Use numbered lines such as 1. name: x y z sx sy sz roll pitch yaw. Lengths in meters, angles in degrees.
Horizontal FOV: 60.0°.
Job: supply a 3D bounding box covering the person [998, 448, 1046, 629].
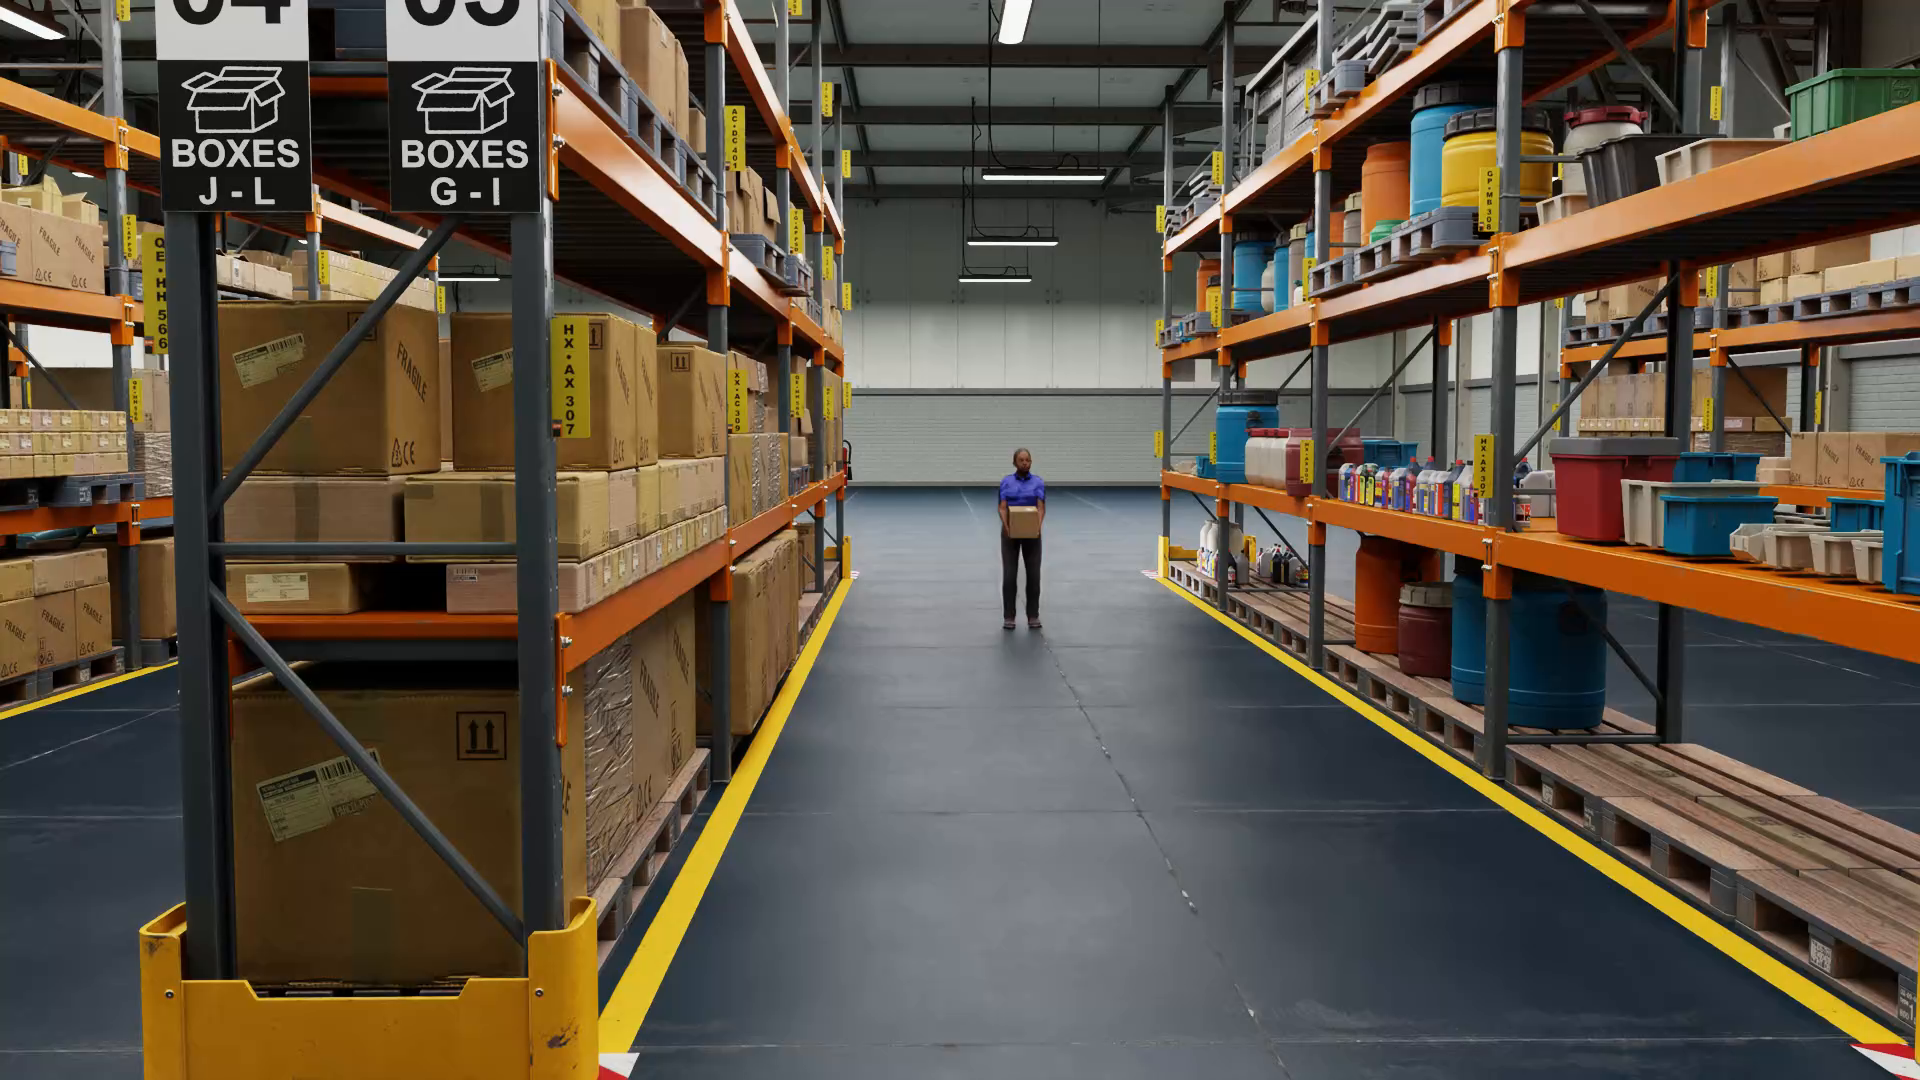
1. person: 0.570 -0.016 15.333 0.445 1.656 0.496 0 4 -2
